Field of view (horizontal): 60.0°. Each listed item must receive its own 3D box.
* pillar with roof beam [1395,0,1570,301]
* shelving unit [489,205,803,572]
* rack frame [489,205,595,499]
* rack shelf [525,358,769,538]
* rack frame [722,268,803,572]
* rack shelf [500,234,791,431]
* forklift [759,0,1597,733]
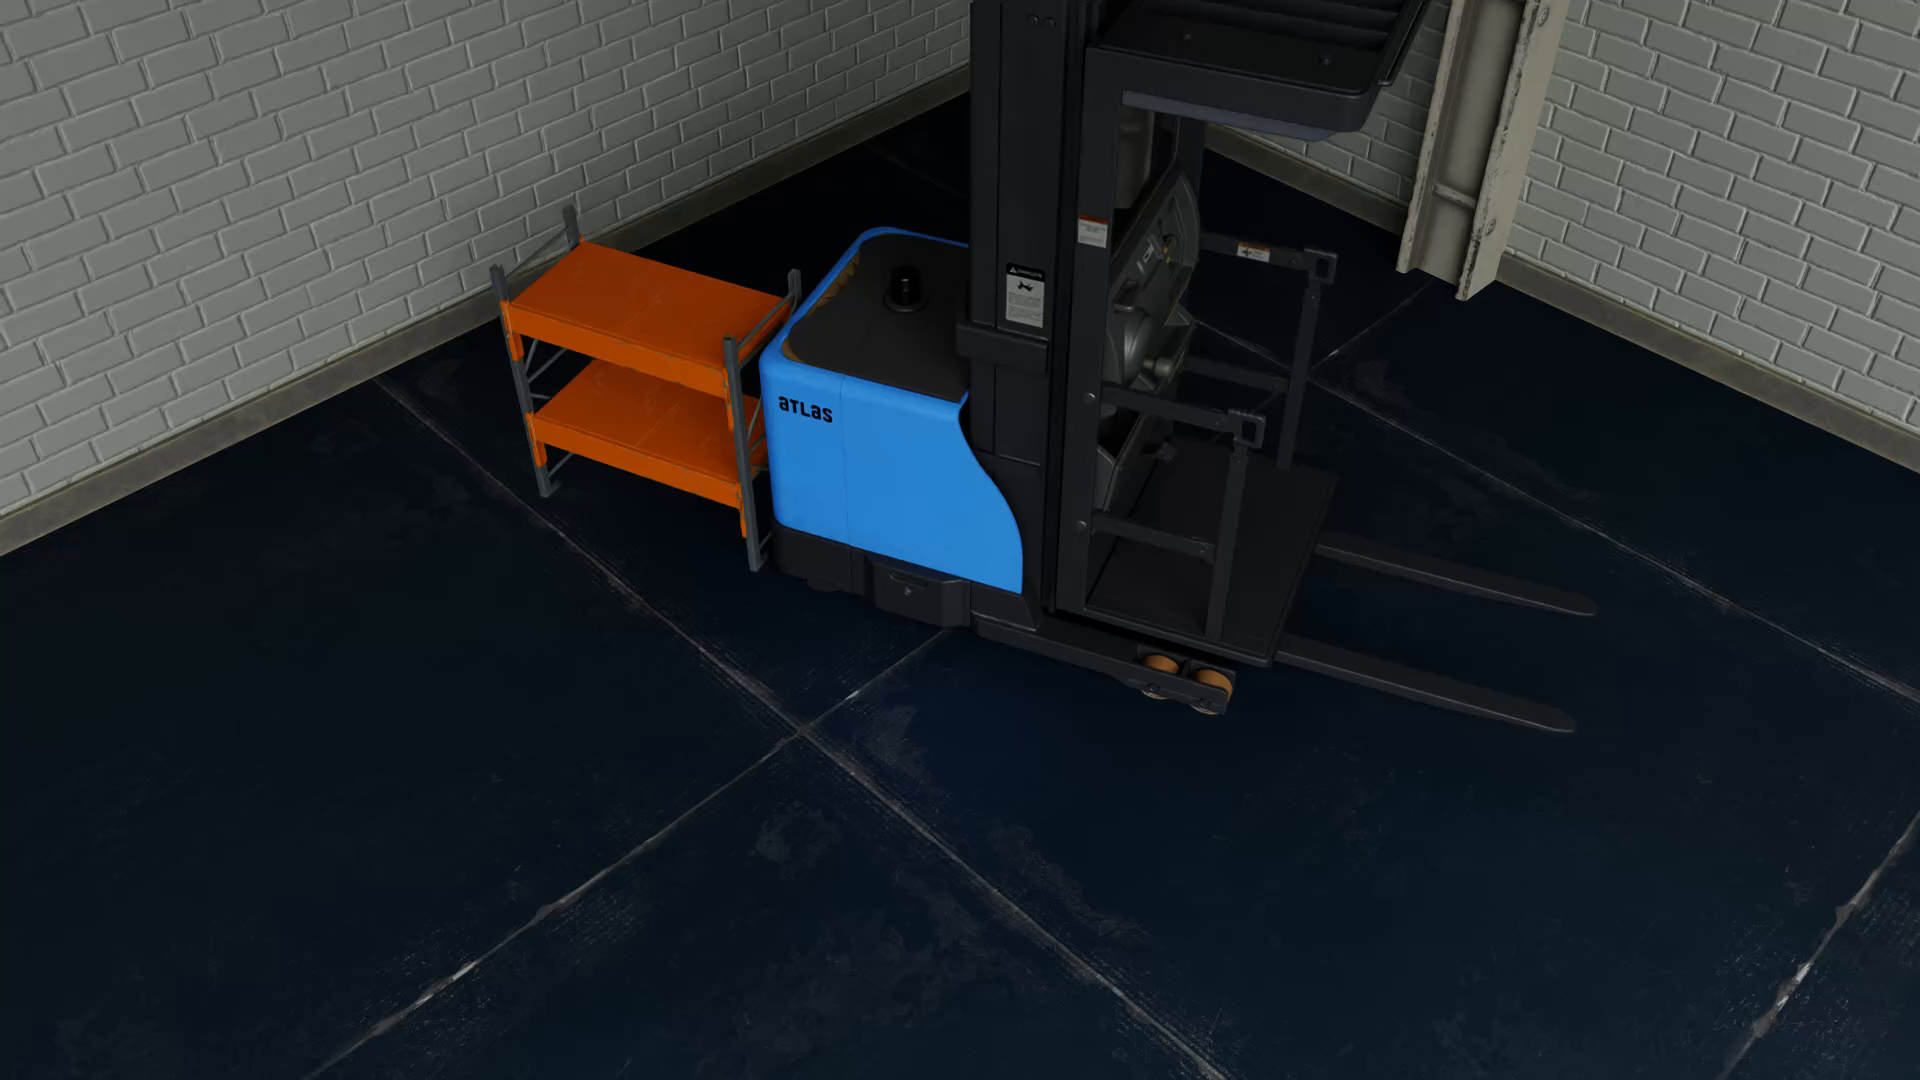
[{"bbox_3d":[-0.658,-2.555,2.884,9.100,9.000,0.400,-34,53,-31],"label":"pillar with roof beam"},{"bbox_3d":[-1.173,-0.593,6.562,1.048,1.125,0.538,18,46,19],"label":"shelving unit"},{"bbox_3d":[-1.630,-0.743,6.725,0.032,1.125,0.500,18,46,19],"label":"rack frame"},{"bbox_3d":[-1.173,-0.413,6.728,1.000,0.278,0.538,18,46,19],"label":"rack shelf"},{"bbox_3d":[-0.715,-0.442,6.399,0.032,1.125,0.500,18,46,19],"label":"rack frame"},{"bbox_3d":[-1.173,-0.808,6.364,1.000,0.278,0.538,18,46,19],"label":"rack shelf"},{"bbox_3d":[0.835,-0.854,5.514,3.031,2.935,1.130,16,45,16],"label":"forklift"}]
